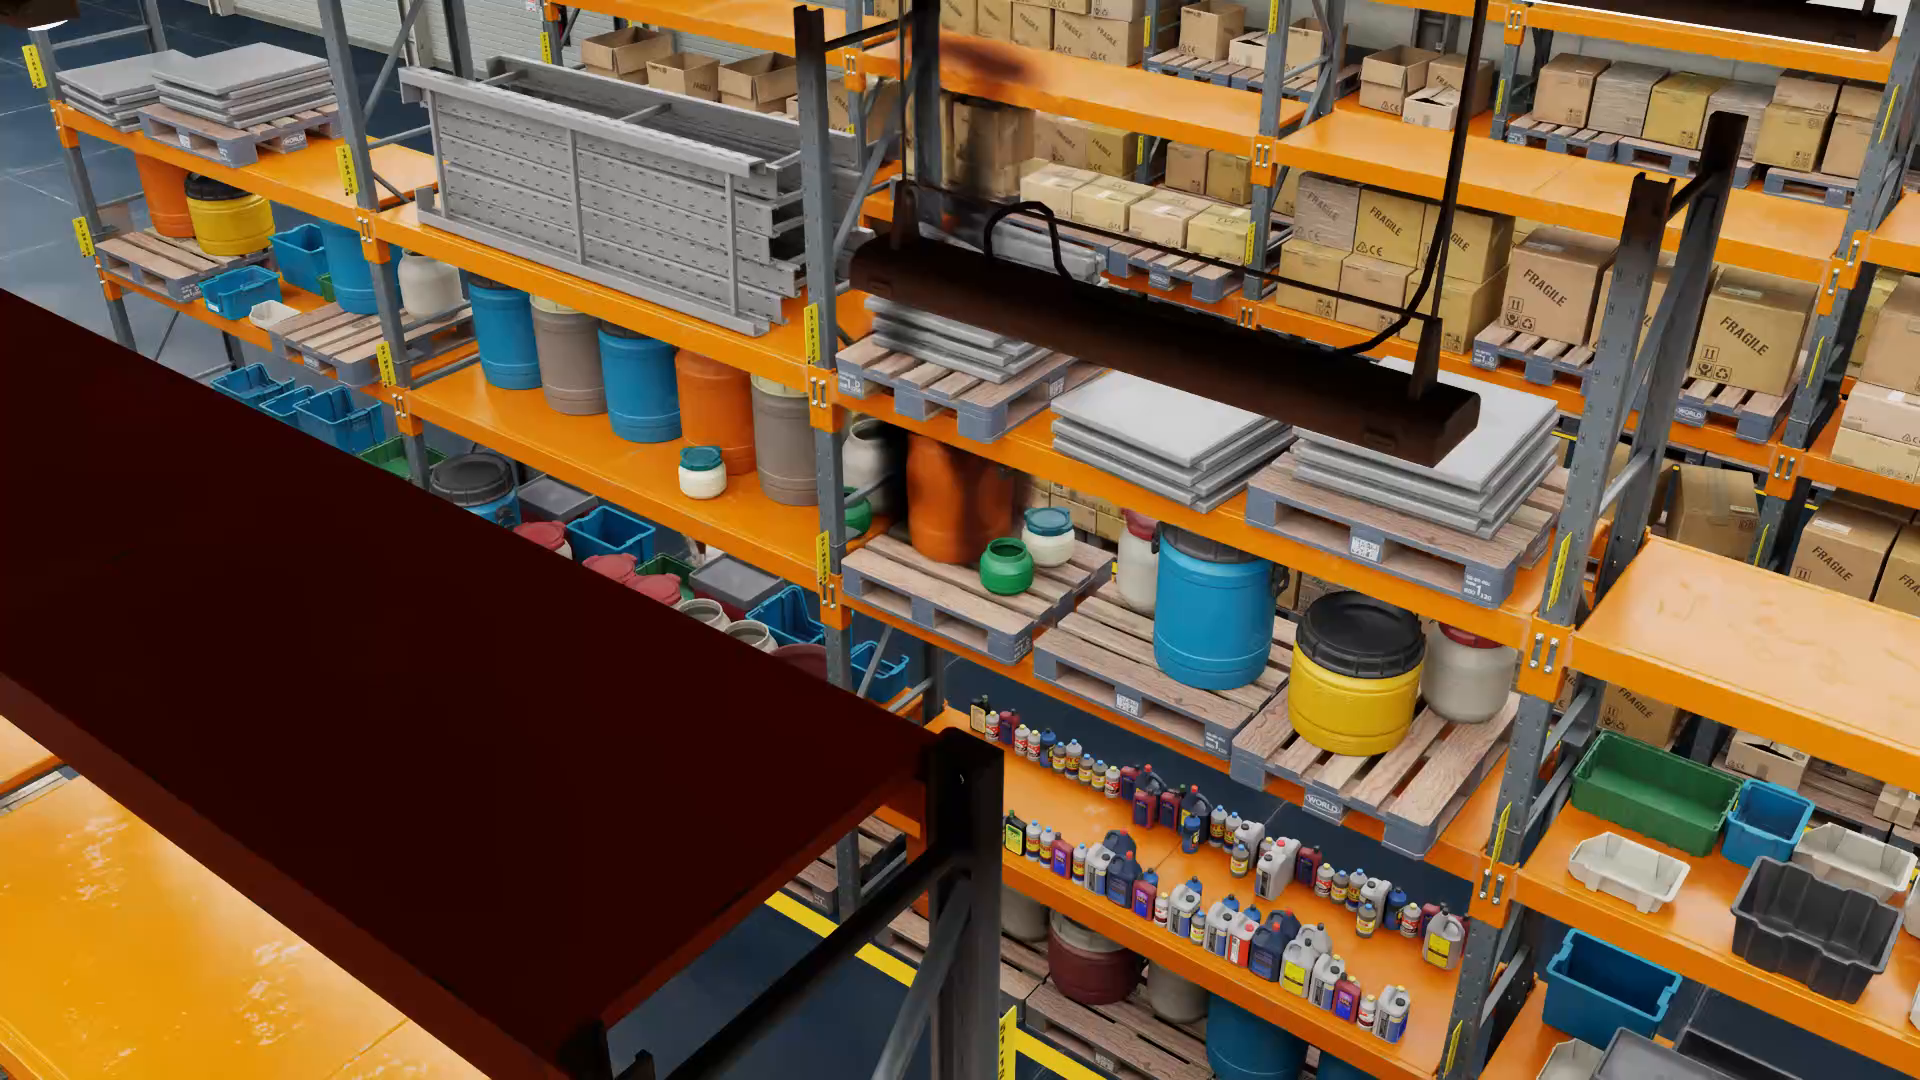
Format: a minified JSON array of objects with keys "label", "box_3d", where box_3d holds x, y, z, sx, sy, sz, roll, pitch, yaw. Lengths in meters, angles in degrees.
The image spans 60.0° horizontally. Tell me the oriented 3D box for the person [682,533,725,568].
[{"label":"person","box_3d":[-1.960,0.180,13.311,0.944,1.753,0.668,22,38,32]}]
